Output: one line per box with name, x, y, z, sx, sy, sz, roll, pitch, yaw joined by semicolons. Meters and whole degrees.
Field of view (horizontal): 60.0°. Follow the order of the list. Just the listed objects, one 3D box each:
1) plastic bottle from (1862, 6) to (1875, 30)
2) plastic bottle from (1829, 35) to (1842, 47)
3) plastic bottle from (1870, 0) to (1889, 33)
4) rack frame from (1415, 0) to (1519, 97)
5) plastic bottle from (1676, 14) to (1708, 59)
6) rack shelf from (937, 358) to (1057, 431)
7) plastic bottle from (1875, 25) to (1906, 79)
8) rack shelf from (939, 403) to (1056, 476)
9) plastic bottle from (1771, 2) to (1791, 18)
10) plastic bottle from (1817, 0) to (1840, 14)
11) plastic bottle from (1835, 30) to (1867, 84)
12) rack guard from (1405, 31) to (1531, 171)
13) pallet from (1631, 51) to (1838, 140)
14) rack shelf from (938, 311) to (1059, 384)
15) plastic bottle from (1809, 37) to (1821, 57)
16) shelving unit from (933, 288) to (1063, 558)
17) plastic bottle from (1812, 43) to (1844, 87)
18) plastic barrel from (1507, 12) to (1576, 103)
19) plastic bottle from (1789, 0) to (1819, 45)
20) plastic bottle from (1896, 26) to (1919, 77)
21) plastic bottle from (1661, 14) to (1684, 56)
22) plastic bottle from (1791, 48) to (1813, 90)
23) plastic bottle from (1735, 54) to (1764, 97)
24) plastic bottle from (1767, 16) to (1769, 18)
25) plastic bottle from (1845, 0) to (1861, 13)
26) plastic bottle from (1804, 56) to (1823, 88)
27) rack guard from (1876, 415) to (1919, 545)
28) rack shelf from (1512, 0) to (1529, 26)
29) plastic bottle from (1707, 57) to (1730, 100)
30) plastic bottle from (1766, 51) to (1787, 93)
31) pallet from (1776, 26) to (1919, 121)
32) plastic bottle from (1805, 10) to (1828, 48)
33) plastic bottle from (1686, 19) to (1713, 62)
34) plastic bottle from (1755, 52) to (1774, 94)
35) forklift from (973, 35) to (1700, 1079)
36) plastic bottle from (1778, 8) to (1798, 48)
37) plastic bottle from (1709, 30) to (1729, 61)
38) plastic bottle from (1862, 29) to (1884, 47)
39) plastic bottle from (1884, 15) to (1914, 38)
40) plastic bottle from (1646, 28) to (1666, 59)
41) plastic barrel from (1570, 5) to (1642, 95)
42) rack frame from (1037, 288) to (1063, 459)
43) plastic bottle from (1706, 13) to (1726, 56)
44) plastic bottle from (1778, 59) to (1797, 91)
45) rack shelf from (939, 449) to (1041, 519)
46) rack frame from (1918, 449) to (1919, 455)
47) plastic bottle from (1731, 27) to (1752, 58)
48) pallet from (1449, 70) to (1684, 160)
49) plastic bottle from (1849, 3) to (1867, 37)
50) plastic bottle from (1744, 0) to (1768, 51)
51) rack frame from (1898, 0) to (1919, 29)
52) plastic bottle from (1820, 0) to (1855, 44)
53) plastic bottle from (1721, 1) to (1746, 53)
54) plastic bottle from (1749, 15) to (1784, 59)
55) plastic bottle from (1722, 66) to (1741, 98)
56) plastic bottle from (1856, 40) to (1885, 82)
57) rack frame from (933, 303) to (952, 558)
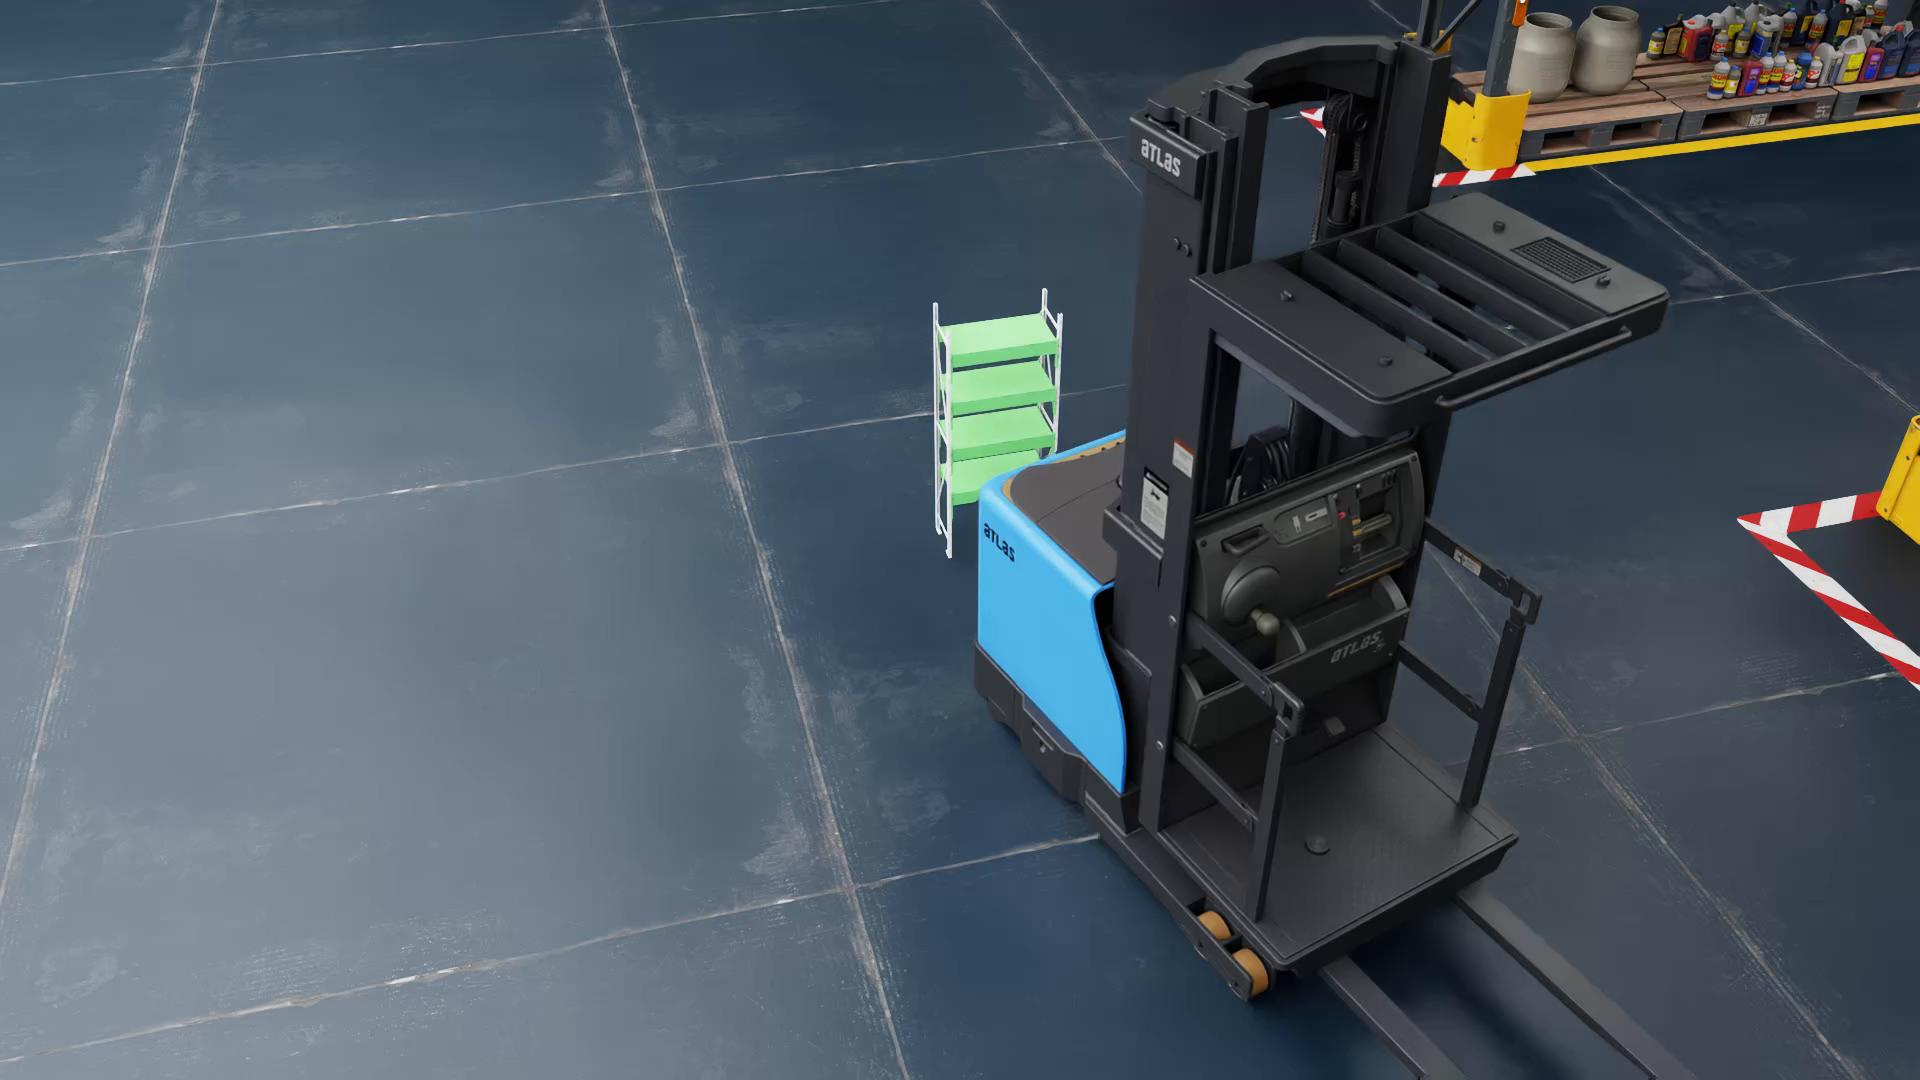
plastic bottle;6.652;-3.822;12.219;0.097;0.201;0.097;0;37;0
plastic bottle;6.077;-3.368;11.557;0.133;0.283;0.061;-9;38;-12
plastic bottle;6.750;-3.866;12.219;0.097;0.271;0.097;0;37;0
rack frame;3.311;-3.935;10.425;0.127;3.000;1.000;-9;38;-12
plastic bottle;5.220;-3.599;11.866;0.135;0.276;0.152;-9;38;-12
rack shelf;0.160;-0.643;7.313;0.480;0.148;0.258;-9;38;-12
plastic bottle;6.440;-3.389;11.530;0.185;0.351;0.144;-11;39;-14
rack shelf;0.160;-0.452;7.459;0.480;0.148;0.258;-9;38;-12
plastic bottle;5.932;-3.748;12.054;0.133;0.283;0.061;-8;38;-10
plastic bottle;6.285;-3.806;12.075;0.185;0.351;0.144;-8;38;-11
plastic bottle;6.129;-3.338;11.463;0.185;0.351;0.144;-10;38;-12
rack guard;3.372;-2.981;11.236;0.348;0.500;1.175;-9;38;-12
pallet;5.333;-3.183;11.738;1.213;0.211;1.003;-9;38;-12
rack shelf;0.160;-0.833;7.167;0.480;0.148;0.258;-9;38;-12
plastic bottle;5.942;-3.350;11.535;0.133;0.283;0.061;-9;38;-12
shelving unit;0.160;-0.503;7.420;0.503;1.200;0.258;-9;38;-12
plastic bottle;5.971;-3.285;11.455;0.135;0.276;0.152;-9;38;-11
plastic barrel;3.926;-3.262;11.248;0.421;0.512;0.421;0;37;0
plastic bottle;6.103;-3.777;12.036;0.185;0.351;0.144;-11;39;-14
plastic bottle;6.626;-3.420;11.570;0.185;0.351;0.144;-10;39;-13
plastic bottle;5.077;-3.608;11.871;0.133;0.283;0.061;-8;38;-11
plastic bottle;5.765;-3.232;11.390;0.097;0.271;0.097;0;37;0
plastic bottle;5.365;-3.160;11.286;0.133;0.283;0.061;-9;38;-11
plastic bottle;5.823;-3.686;12.041;0.097;0.201;0.097;0;37;0
plastic bottle;6.445;-3.801;12.129;0.135;0.276;0.152;-8;38;-10
plastic bottle;5.864;-3.221;11.433;0.097;0.201;0.097;0;37;0
rack guard;4.675;-0.049;7.402;0.348;0.500;1.175;-9;38;-12
rack shelf;5.241;-3.966;11.057;4.000;0.370;1.077;-9;38;-12
plastic bottle;5.142;-3.130;11.257;0.097;0.271;0.097;0;37;0
plastic bottle;5.570;-3.200;11.348;0.097;0.271;0.097;0;37;0
pallet;6.513;-3.379;11.993;1.213;0.211;1.003;-9;38;-12
plastic bottle;6.176;-3.681;11.977;0.097;0.271;0.097;0;37;0
plastic bottle;5.248;-3.540;11.783;0.133;0.283;0.061;-9;38;-12
plastic bottle;5.473;-3.184;11.328;0.097;0.271;0.097;0;37;0
forklift;1.255;0.077;5.237;1.130;2.935;3.031;-20;42;-25
plastic bottle;5.970;-3.700;12.001;0.097;0.271;0.097;0;37;0
plastic bottle;5.404;-3.522;11.826;0.097;0.201;0.097;0;37;0
plastic bottle;6.377;-3.443;11.661;0.135;0.276;0.152;-9;38;-12
plastic bottle;6.588;-3.504;11.680;0.185;0.351;0.144;-9;38;-12
plastic bottle;4.969;-3.546;11.858;0.097;0.201;0.097;0;37;0
plastic barrel;4.410;-3.342;11.352;0.421;0.512;0.421;0;37;0
rack frame;0.395;-0.541;7.470;0.015;1.200;0.240;-9;38;-12
plastic bottle;5.354;-3.621;11.895;0.135;0.276;0.152;-10;39;-13
plastic bottle;5.665;-3.188;11.390;0.097;0.201;0.097;0;37;0
rack shelf;0.160;-0.261;7.604;0.480;0.148;0.258;-9;38;-12
rack frame;4.602;-1.029;6.627;0.127;3.000;1.000;-9;38;-12
plastic bottle;5.586;-3.557;11.871;0.097;0.201;0.097;0;37;0
pallet;4.157;-2.992;11.488;1.213;0.211;1.003;-9;38;-12
plastic bottle;6.474;-3.741;12.045;0.133;0.283;0.061;-9;38;-12
plastic bottle;5.692;-3.709;11.948;0.185;0.351;0.144;-10;38;-12
rack frame;7.172;-4.568;11.253;0.127;3.000;1.000;-9;38;-12
plastic bottle;6.322;-3.722;11.965;0.185;0.351;0.144;-9;38;-12
plastic bottle;5.513;-3.680;11.910;0.185;0.351;0.144;-8;38;-10
plastic bottle;5.755;-3.597;11.862;0.135;0.276;0.152;-9;38;-12
plastic bottle;5.242;-3.119;11.299;0.097;0.201;0.097;0;37;0
plastic bottle;6.294;-3.312;11.485;0.133;0.283;0.061;-7;38;-9
rack frame;-0.076;-0.464;7.369;0.015;1.200;0.240;-9;38;-12
